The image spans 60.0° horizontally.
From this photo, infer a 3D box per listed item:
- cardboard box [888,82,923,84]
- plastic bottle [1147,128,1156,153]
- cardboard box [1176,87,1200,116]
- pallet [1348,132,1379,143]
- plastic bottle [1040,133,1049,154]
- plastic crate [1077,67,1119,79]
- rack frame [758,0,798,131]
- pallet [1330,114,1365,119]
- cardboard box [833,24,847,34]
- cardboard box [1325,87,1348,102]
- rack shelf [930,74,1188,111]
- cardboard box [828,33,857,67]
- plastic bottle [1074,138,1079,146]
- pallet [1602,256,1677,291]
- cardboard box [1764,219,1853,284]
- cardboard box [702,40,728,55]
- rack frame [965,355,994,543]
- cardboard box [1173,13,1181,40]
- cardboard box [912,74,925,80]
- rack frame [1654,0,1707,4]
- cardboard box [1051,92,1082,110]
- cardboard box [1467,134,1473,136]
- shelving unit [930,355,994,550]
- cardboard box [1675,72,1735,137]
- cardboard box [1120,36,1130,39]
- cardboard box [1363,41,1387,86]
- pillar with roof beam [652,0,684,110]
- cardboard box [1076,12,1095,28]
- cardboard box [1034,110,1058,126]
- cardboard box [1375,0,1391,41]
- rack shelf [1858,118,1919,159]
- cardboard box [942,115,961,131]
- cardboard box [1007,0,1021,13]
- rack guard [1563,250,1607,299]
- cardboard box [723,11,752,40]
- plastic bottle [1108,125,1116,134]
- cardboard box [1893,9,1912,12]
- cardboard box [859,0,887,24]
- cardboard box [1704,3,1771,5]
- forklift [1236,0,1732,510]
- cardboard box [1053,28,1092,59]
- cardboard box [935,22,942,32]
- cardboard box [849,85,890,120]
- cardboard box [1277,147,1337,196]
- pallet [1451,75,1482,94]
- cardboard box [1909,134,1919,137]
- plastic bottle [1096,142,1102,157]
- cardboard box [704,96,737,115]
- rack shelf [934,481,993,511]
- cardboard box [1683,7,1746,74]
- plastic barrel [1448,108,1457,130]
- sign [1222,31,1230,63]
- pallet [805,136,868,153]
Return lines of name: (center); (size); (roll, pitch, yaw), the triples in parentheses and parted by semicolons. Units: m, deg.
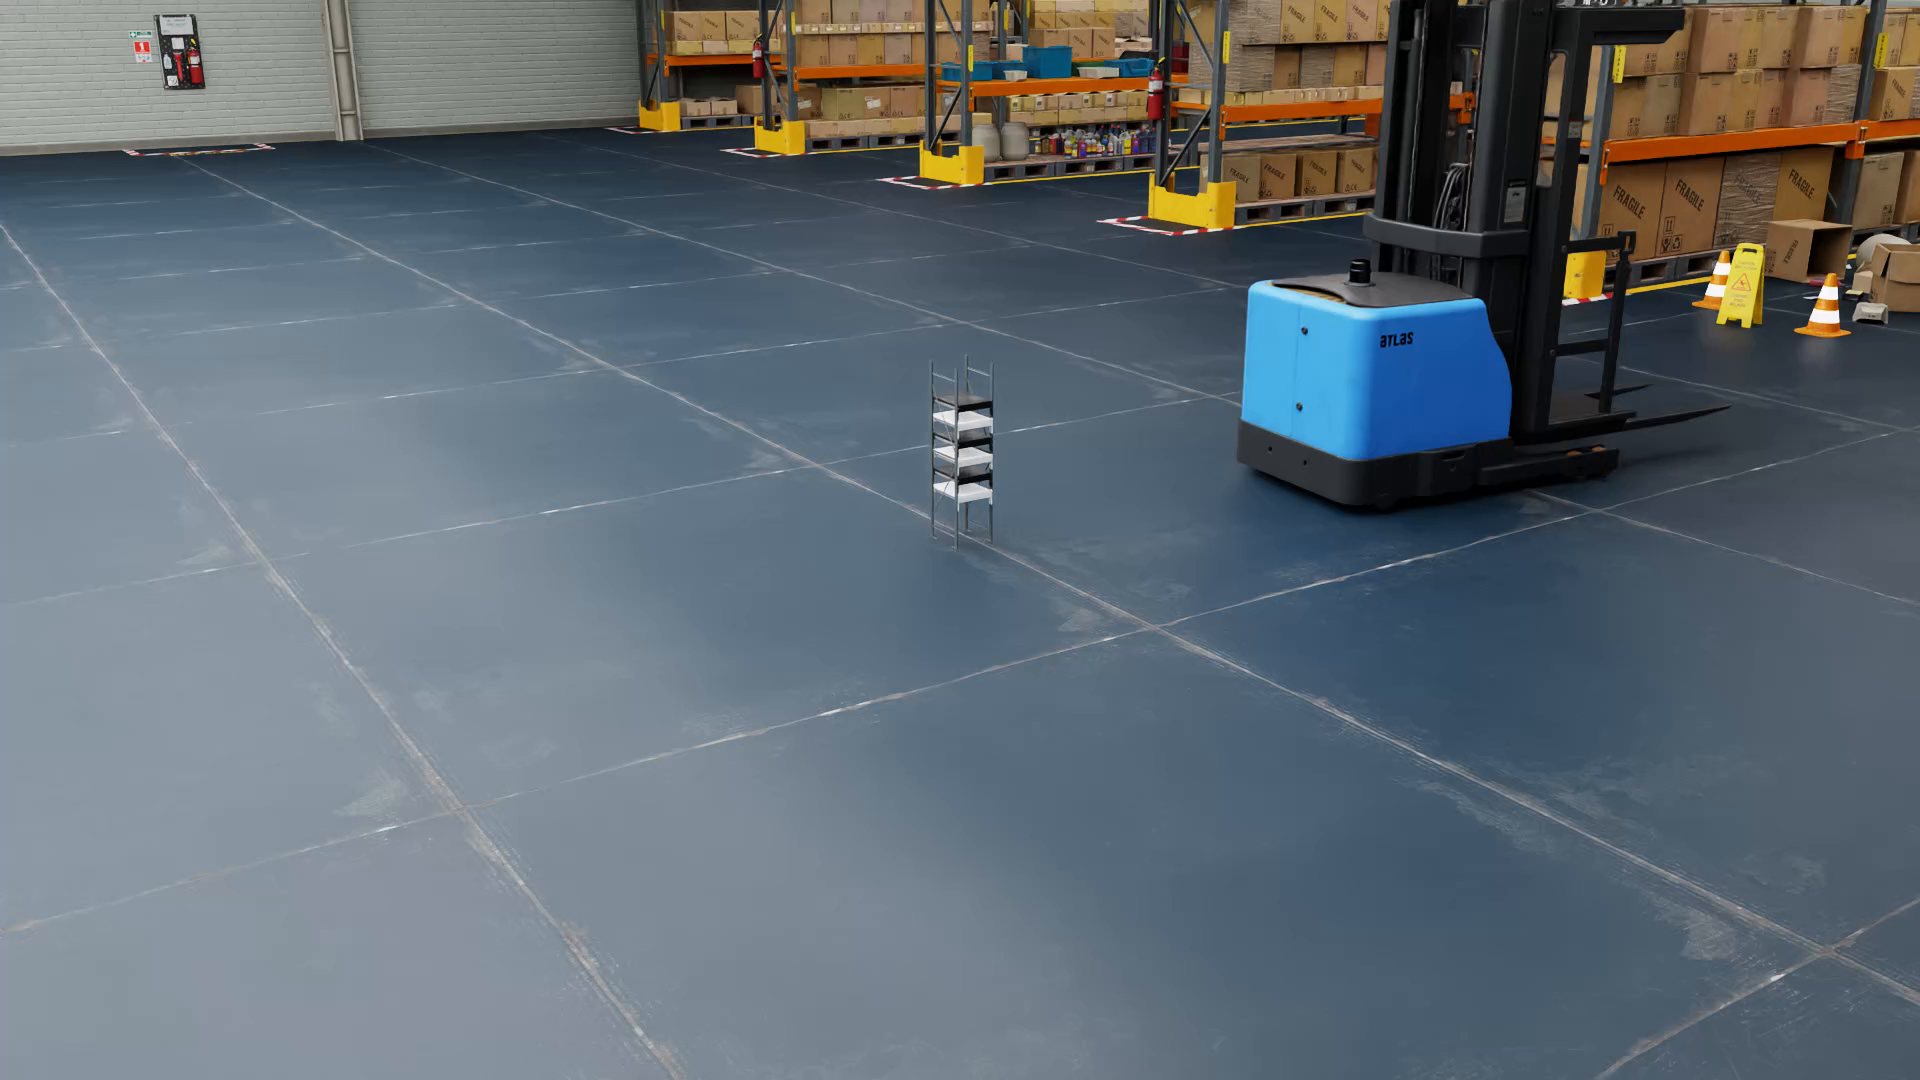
cardboard box: (-0.933, -7.473, 28.132); (0.500, 0.500, 0.500); (-12, 22, -31)
plastic bottle: (2.803, -5.833, 24.263); (0.185, 0.351, 0.144); (-13, 22, -33)
cardboard box: (4.340, -8.128, 30.819); (0.500, 0.500, 0.500); (-11, 22, -29)
pallet: (7.159, -6.603, 27.447); (1.213, 0.211, 1.003); (-12, 22, -31)
plastic bottle: (1.222, -5.753, 24.132); (0.133, 0.283, 0.061); (-11, 22, -30)
plastic crate: (1.966, -6.591, 23.469); (0.437, 0.136, 0.530); (-12, 22, -31)
rack frame: (-2.879, -7.691, 26.310); (0.127, 3.000, 1.000); (-12, 22, -31)
pallet: (7.717, -8.604, 33.366); (1.213, 0.211, 1.003); (-12, 22, -31)
cardboard box: (-2.005, -8.148, 26.493); (0.250, 0.149, 0.380); (-12, 22, -31)
cardboard box: (4.241, -5.146, 19.175); (0.250, 0.149, 0.380); (-12, 22, -31)
rack shelf: (1.512, -6.377, 23.546); (4.000, 0.370, 1.077); (-12, 22, -31)
cardboard box: (-2.046, -7.911, 26.804); (0.500, 0.500, 0.700); (-11, 22, -30)
plastic bottle: (1.715, -5.756, 24.269); (0.097, 0.201, 0.097); (0, 19, 0)
pallet: (5.834, -2.537, 15.418); (1.213, 0.211, 1.003); (-12, 22, -31)
cardboard box: (7.818, -2.669, 15.356); (0.500, 0.500, 0.500); (-8, 20, -22)
cardboard box: (-4.599, -9.050, 30.533); (0.500, 0.250, 0.500); (-13, 22, -33)
rack frame: (0.092, -0.446, 8.158); (0.006, 0.900, 0.240); (-12, 22, -31)
cardboard box: (4.266, -9.487, 30.812); (0.700, 0.500, 0.500); (14, 23, 35)
cardboard box: (-0.862, -9.404, 33.424); (0.500, 0.250, 0.500); (-13, 22, -33)
rack frame: (13.205, -9.183, 30.725); (0.127, 3.000, 1.000); (-12, 22, -31)
cardboard box: (1.796, -7.742, 29.223); (0.500, 0.311, 0.500); (-13, 22, -33)
cardboard box: (6.840, -4.950, 21.421); (0.500, 0.500, 0.700); (-12, 22, -32)
shelving unit: (0.007, -0.428, 8.105); (0.210, 0.900, 0.258); (-12, 22, -31)
cardboard box: (6.479, -4.012, 15.195); (0.550, 0.550, 0.875); (-12, 22, -31)
cardboard box: (3.421, -10.712, 35.608); (0.250, 0.149, 0.380); (-12, 22, -31)
cardboard box: (4.698, -5.677, 19.732); (0.500, 0.500, 0.875); (-12, 22, -31)
pillar with roof beam: (-3.130, -11.060, 26.909); (0.400, 9.000, 9.100); (-12, 22, -31)
cardboard box: (2.479, -10.816, 34.902); (0.500, 0.500, 0.500); (-12, 22, -32)
cardboard box: (1.362, -7.386, 29.046); (0.500, 0.250, 0.500); (-11, 22, -30)
cardboard box: (4.847, -6.078, 19.357); (0.500, 0.500, 0.500); (-12, 22, -31)
rack shelf: (10.221, -4.412, 17.734); (4.000, 0.370, 1.077); (-12, 22, -31)
cardboard box: (-0.229, -7.066, 28.100); (0.500, 0.250, 0.500); (-12, 22, -31)
cardboard box: (1.311, -11.126, 34.650); (0.500, 0.250, 0.500); (-11, 22, -30)
rack guard: (5.189, -2.507, 14.881); (0.348, 0.500, 1.175); (-12, 22, -31)
cardboard box: (-4.189, -9.486, 30.653); (0.500, 0.500, 0.500); (-13, 22, -33)
plastic bottle: (2.280, -5.992, 24.734); (0.185, 0.351, 0.144); (-11, 22, -30)
cardboard box: (13.976, -7.773, 25.151); (0.500, 0.500, 0.500); (-13, 22, -33)
cardboard box: (-1.581, -8.624, 26.888); (0.500, 0.500, 0.700); (-12, 22, -31)
cardboard box: (10.969, -7.330, 23.522); (0.637, 0.503, 0.797); (-11, 22, -30)
forklift: (3.106, -1.855, 9.155); (3.031, 2.935, 1.130); (-9, 21, -25)
cardboard box: (1.970, -8.755, 29.300); (0.500, 0.500, 0.500); (-12, 22, -31)
cardboard box: (-0.499, -8.466, 27.434); (0.250, 0.149, 0.380); (-12, 22, -32)
cardboard box: (-1.482, -7.157, 27.199); (0.500, 0.500, 0.500); (-12, 22, -31)
cardboard box: (4.110, -4.380, 19.765); (0.500, 0.500, 0.500); (-10, 21, -26)
pallet: (6.625, -5.750, 20.868); (1.213, 0.211, 1.003); (-12, 22, -31)
cardboard box: (11.333, -4.155, 18.708); (0.750, 0.750, 1.050); (-12, 22, -32)
plastic bottle: (1.980, -5.579, 23.747); (0.097, 0.201, 0.097); (0, 19, 0)
cardboard box: (-4.503, -8.148, 31.174); (0.500, 0.311, 0.500); (-10, 21, -27)
rack shelf: (0.007, -0.226, 8.173); (0.200, 0.077, 0.258); (-12, 22, -31)
cardboard box: (6.492, -4.517, 15.003); (0.550, 0.550, 0.875); (-12, 22, -31)
plastic barrel: (8.288, -7.208, 28.110); (0.421, 0.512, 0.421); (0, 19, 0)
sign: (2.865, -5.305, 17.902); (0.005, 0.325, 0.100); (-12, 22, -31)
pallet: (-2.263, -6.516, 27.188); (1.213, 0.211, 1.003); (-12, 22, -31)
